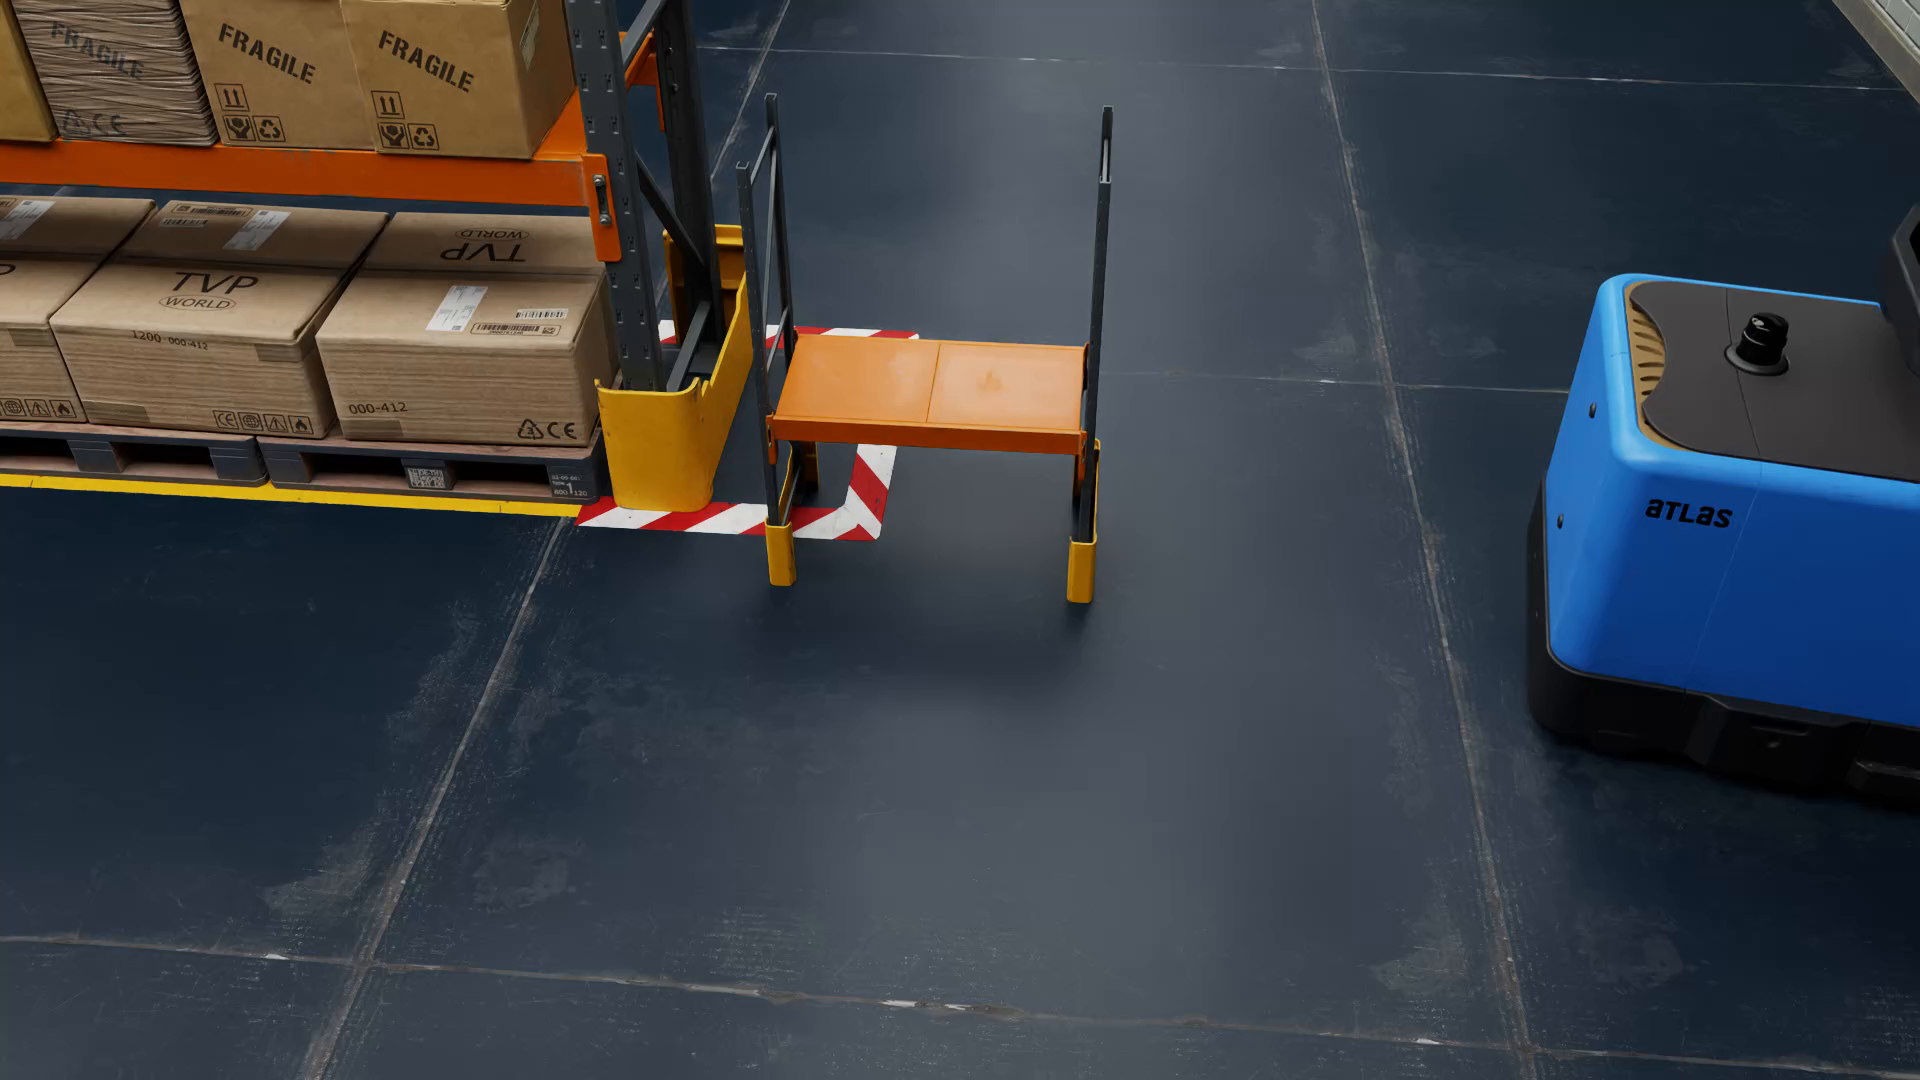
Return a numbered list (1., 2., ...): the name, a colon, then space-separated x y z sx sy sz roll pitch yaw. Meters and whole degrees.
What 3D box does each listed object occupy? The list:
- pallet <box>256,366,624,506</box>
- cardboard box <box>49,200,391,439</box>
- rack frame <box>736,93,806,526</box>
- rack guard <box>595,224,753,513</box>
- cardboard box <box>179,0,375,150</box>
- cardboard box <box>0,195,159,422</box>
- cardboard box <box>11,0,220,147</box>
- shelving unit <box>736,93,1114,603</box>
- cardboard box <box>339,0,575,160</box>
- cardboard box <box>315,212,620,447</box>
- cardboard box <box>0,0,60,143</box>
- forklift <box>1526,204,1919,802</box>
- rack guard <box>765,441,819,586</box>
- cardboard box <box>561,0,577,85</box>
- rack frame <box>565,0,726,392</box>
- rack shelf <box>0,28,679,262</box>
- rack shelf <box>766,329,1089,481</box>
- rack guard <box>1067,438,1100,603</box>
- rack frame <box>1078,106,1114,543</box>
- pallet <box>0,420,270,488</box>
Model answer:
1. pallet: -1.845 -0.548 6.256 1.213 0.211 1.003 3 39 4
2. cardboard box: -2.620 -0.822 6.081 0.875 0.438 0.875 4 39 5
3. rack frame: -0.591 -0.614 5.316 0.032 1.500 0.500 3 39 4
4. rack guard: -1.017 -0.664 6.170 0.348 0.500 1.175 3 39 4
5. cardboard box: -2.043 -1.571 5.224 0.500 0.500 0.500 2 39 3
6. cardboard box: -3.518 -0.872 6.142 0.875 0.438 0.875 2 39 3
7. cardboard box: -2.557 -1.592 5.251 0.500 0.500 0.500 4 39 5
8. shelving unit: -0.076 -0.586 5.282 1.083 1.500 0.587 3 39 4
9. cardboard box: -1.545 -1.534 5.179 0.500 0.500 0.500 3 39 4
10. cardboard box: -1.707 -0.777 6.026 0.875 0.438 0.875 2 39 2
11. cardboard box: -3.072 -1.612 5.276 0.500 0.500 0.500 4 39 5
12. forklift: 3.291 -0.606 4.173 3.031 2.935 1.130 9 40 11
13. rack guard: -0.572 -0.128 5.709 0.087 0.250 0.587 3 39 4
14. cardboard box: -1.495 -1.881 5.605 0.500 0.500 0.500 3 39 3
15. rack frame: -1.041 -1.635 5.383 0.127 3.000 1.000 3 39 4
16. rack shelf: -3.034 -1.465 5.744 4.000 0.370 1.077 3 39 4
17. rack shelf: -0.085 -0.447 5.396 1.000 0.185 0.538 3 39 4
18. rack guard: 0.420 -0.074 5.643 0.087 0.250 0.587 3 39 4
19. rack frame: 0.422 -0.559 5.248 0.032 1.500 0.500 3 39 4
20. pallet: -3.057 -0.616 6.340 1.213 0.211 1.003 3 39 4
